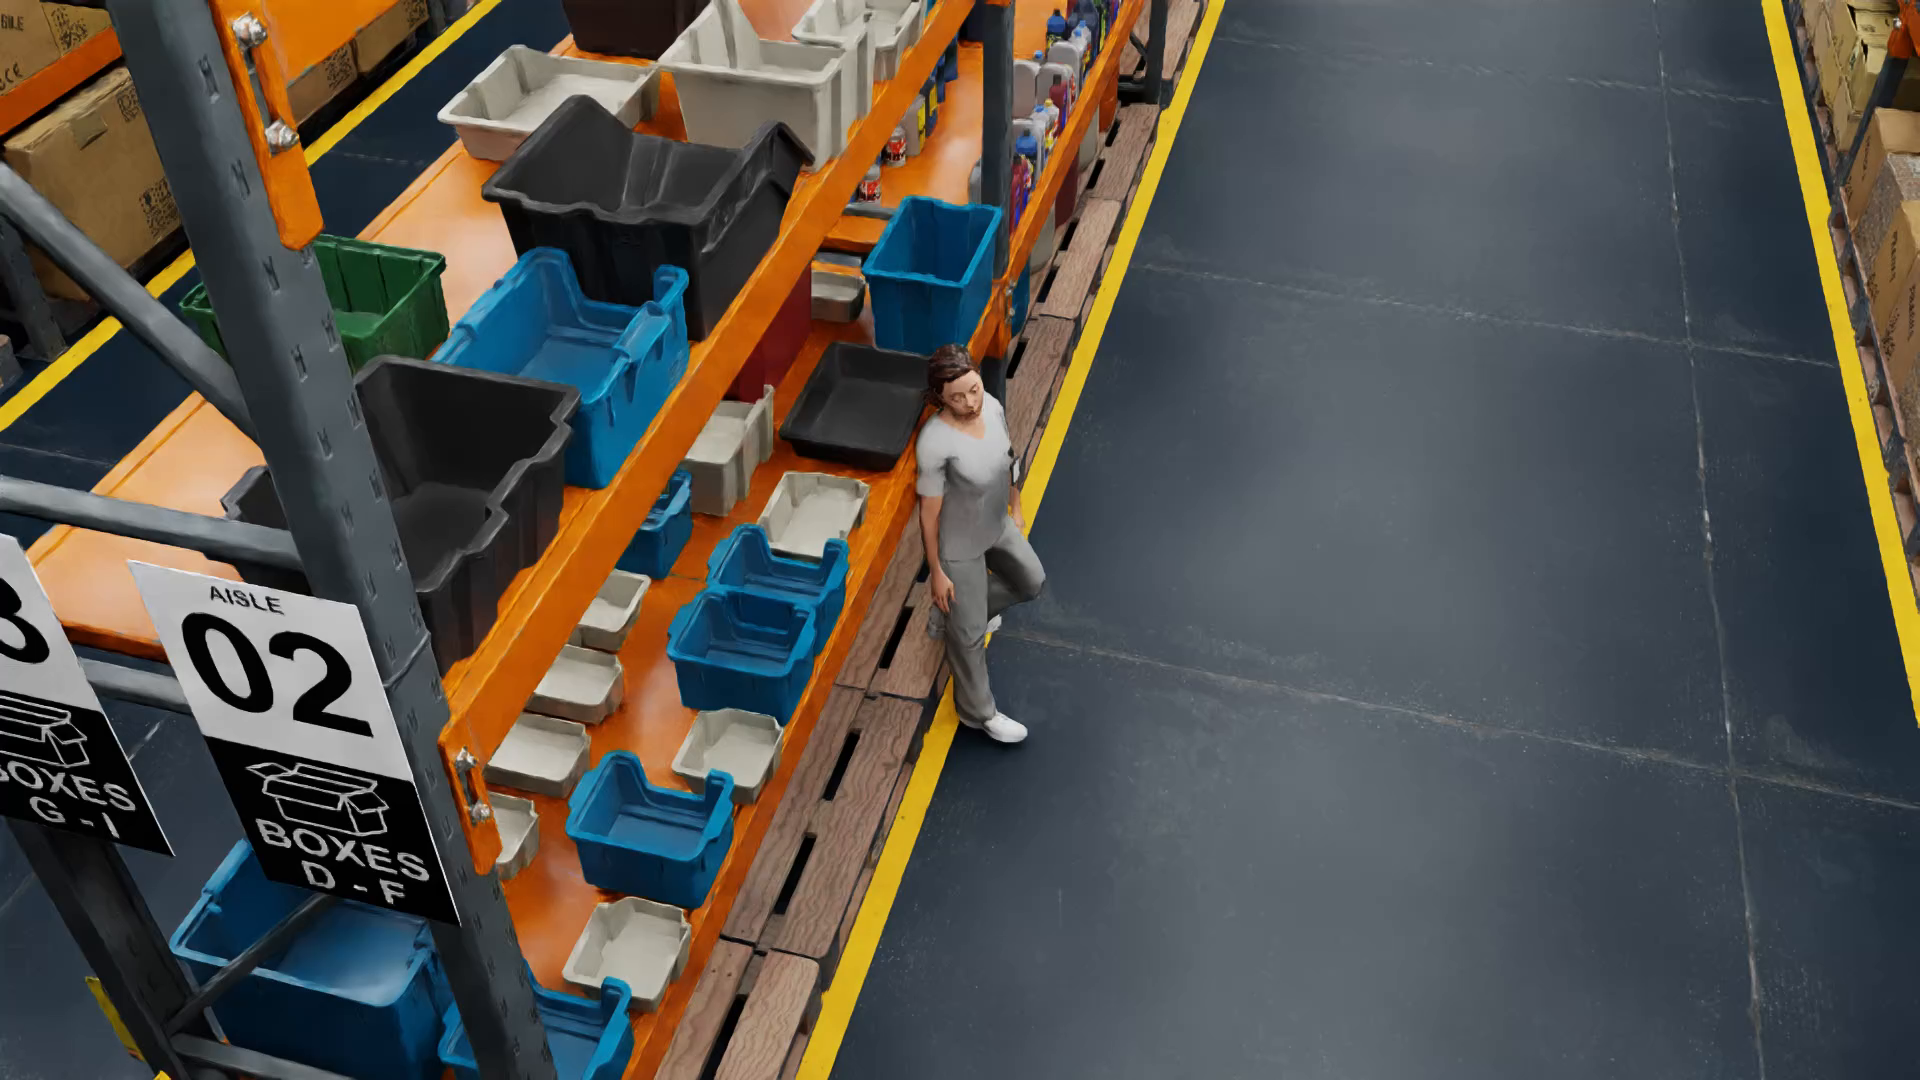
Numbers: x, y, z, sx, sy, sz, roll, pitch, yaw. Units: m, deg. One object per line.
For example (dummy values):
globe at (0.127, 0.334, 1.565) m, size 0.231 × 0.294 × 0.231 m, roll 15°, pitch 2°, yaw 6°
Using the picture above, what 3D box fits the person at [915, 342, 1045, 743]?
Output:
person at (0.065, 0.020, 6.106) m, size 0.572 × 1.656 × 0.567 m, roll 22°, pitch 46°, yaw 23°
